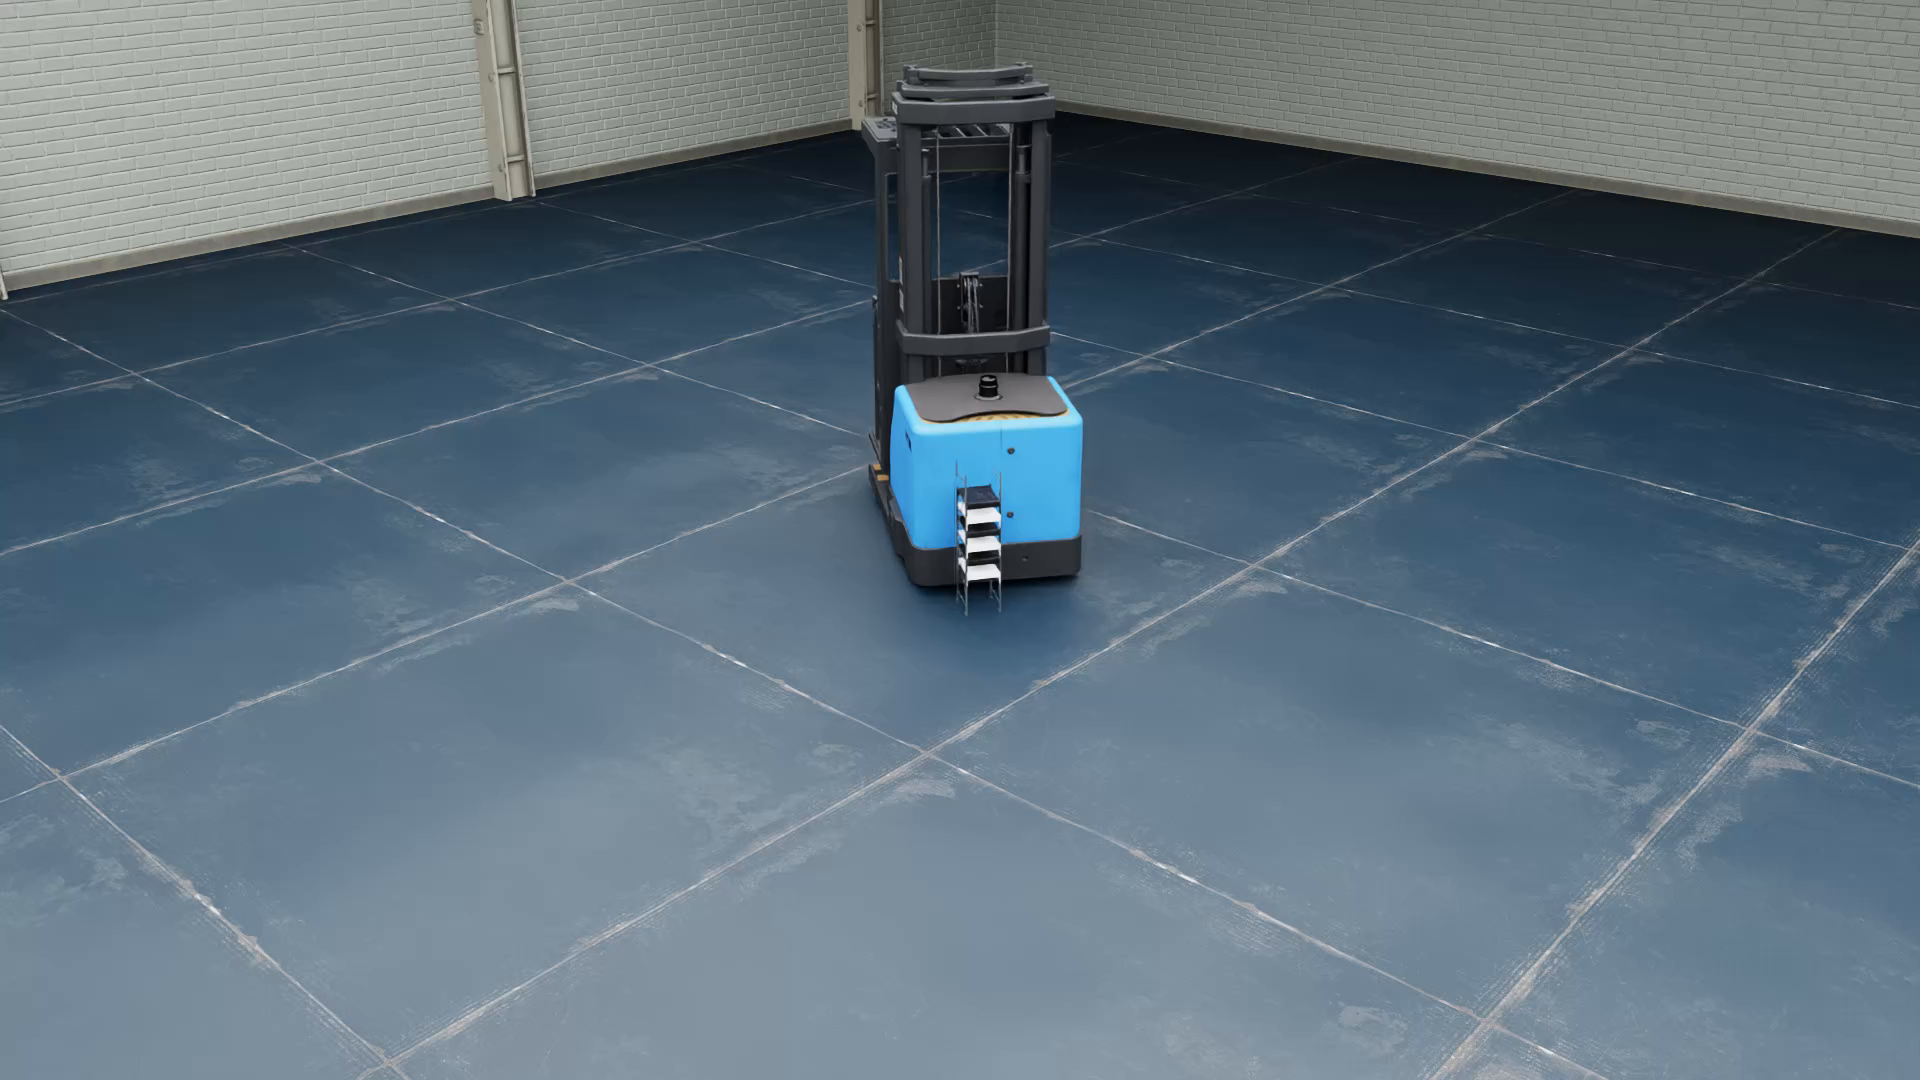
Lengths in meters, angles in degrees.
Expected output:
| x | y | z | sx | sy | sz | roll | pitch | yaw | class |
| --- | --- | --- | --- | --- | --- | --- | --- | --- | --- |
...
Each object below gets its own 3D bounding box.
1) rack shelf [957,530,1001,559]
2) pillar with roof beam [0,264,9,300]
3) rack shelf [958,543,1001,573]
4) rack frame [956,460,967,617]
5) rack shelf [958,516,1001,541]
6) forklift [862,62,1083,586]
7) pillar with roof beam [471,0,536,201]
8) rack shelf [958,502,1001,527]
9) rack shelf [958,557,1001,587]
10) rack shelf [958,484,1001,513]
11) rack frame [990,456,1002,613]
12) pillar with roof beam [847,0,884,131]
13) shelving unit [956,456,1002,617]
| x | y | z | sx | sy | sz | roll | pitch | yaw | class |
| --- | --- | --- | --- | --- | --- | --- | --- | --- | --- |
| 0.109 | 0.013 | 9.691 | 0.200 | 0.077 | 0.258 | -6 | 26 | -12 | rack shelf |
| -6.136 | -5.222 | 11.397 | 9.100 | 9.000 | 0.400 | 20 | 31 | 38 | pillar with roof beam |
| 0.109 | 0.094 | 9.730 | 0.200 | 0.077 | 0.258 | -6 | 26 | -12 | rack shelf |
| 0.009 | -0.006 | 9.656 | 0.006 | 0.900 | 0.240 | -6 | 26 | -12 | rack frame |
| 0.108 | -0.068 | 9.652 | 0.200 | 0.077 | 0.258 | -6 | 26 | -12 | rack shelf |
| -0.024 | -1.637 | 10.817 | 1.130 | 2.935 | 3.031 | -4 | 24 | -9 | forklift |
| -2.132 | -7.050 | 15.474 | 9.100 | 9.000 | 0.400 | 20 | 31 | 38 | pillar with roof beam |
| 0.107 | -0.149 | 9.614 | 0.200 | 0.077 | 0.258 | -6 | 26 | -12 | rack shelf |
| 0.110 | 0.175 | 9.769 | 0.200 | 0.077 | 0.258 | -6 | 26 | -12 | rack shelf |
| 0.107 | -0.230 | 9.575 | 0.200 | 0.077 | 0.258 | -6 | 26 | -12 | rack shelf |
| 0.207 | -0.028 | 9.698 | 0.006 | 0.900 | 0.240 | -6 | 26 | -12 | rack frame |
| 1.873 | -8.878 | 19.551 | 9.100 | 9.000 | 0.400 | 20 | 31 | 38 | pillar with roof beam |
| 0.108 | -0.017 | 9.677 | 0.210 | 0.900 | 0.258 | -6 | 26 | -12 | shelving unit |
